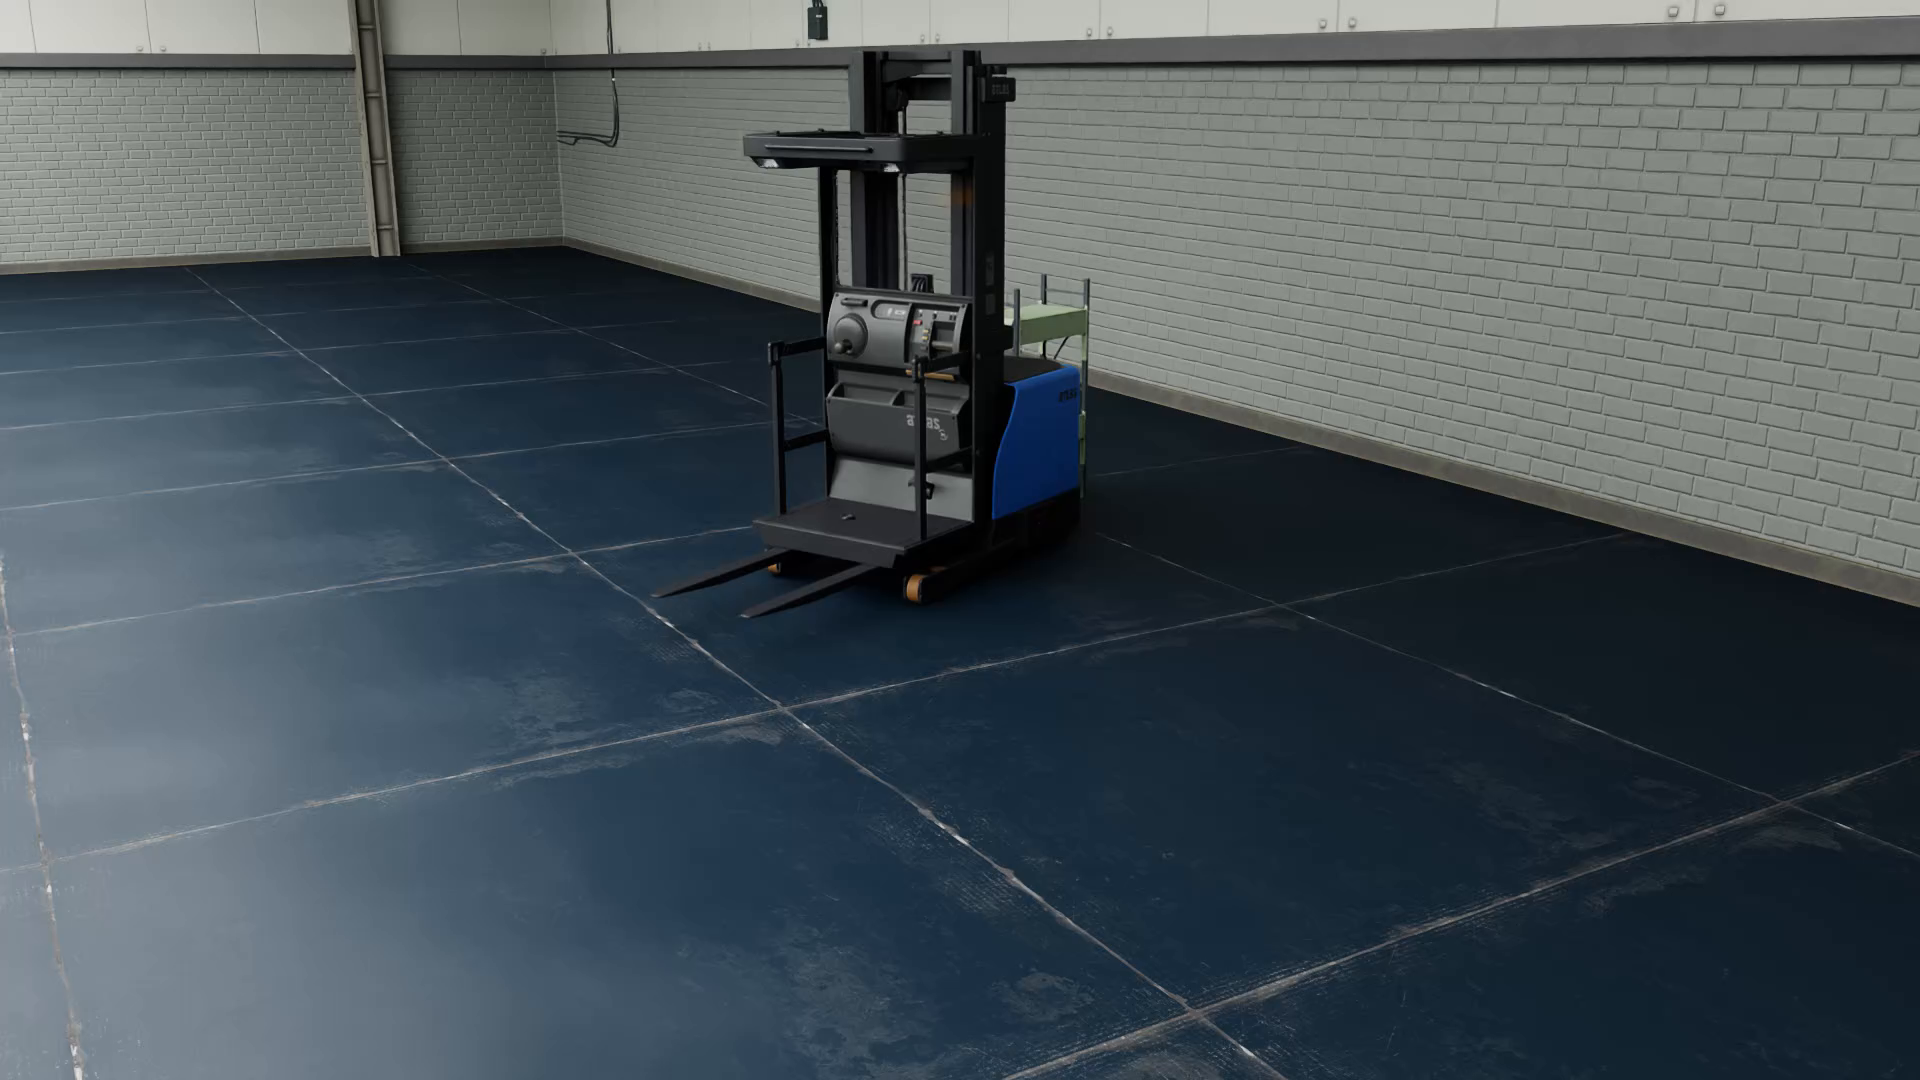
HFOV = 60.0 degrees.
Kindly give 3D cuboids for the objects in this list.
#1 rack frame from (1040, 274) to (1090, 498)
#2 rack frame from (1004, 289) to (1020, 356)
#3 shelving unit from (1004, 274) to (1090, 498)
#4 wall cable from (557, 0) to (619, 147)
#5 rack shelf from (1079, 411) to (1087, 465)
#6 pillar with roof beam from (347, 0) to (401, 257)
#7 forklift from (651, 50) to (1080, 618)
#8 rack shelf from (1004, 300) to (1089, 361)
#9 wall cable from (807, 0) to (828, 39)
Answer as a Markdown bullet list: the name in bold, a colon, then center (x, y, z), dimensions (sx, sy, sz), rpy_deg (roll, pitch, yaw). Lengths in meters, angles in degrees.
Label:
- **rack frame**: center (0.706, -1.048, 11.369), dimensions (0.400, 1.500, 0.023), rpy_deg (13, 20, 40)
- **rack frame**: center (0.222, -0.900, 10.840), dimensions (0.400, 1.500, 0.023), rpy_deg (13, 20, 40)
- **shelving unit**: center (0.464, -0.974, 11.105), dimensions (0.431, 1.500, 0.755), rpy_deg (13, 20, 40)
- **wall cable**: center (-6.018, -7.515, 26.301), dimensions (0.112, 2.526, 3.097), rpy_deg (-9, 18, -30)
- **rack shelf**: center (0.464, -0.660, 11.193), dimensions (0.431, 0.370, 0.720), rpy_deg (13, 20, 40)
- **pillar with roof beam**: center (-7.007, -7.911, 21.959), dimensions (0.400, 9.000, 9.100), rpy_deg (-9, 18, -30)
- **forklift**: center (-0.478, -1.204, 9.273), dimensions (1.130, 2.935, 3.031), rpy_deg (10, 19, 32)
- **rack shelf**: center (0.464, -1.349, 10.999), dimensions (0.431, 0.370, 0.720), rpy_deg (13, 20, 40)
- **wall cable**: center (-1.142, -8.449, 17.579), dimensions (0.169, 6.003, 2.305), rpy_deg (-9, 18, -30)
